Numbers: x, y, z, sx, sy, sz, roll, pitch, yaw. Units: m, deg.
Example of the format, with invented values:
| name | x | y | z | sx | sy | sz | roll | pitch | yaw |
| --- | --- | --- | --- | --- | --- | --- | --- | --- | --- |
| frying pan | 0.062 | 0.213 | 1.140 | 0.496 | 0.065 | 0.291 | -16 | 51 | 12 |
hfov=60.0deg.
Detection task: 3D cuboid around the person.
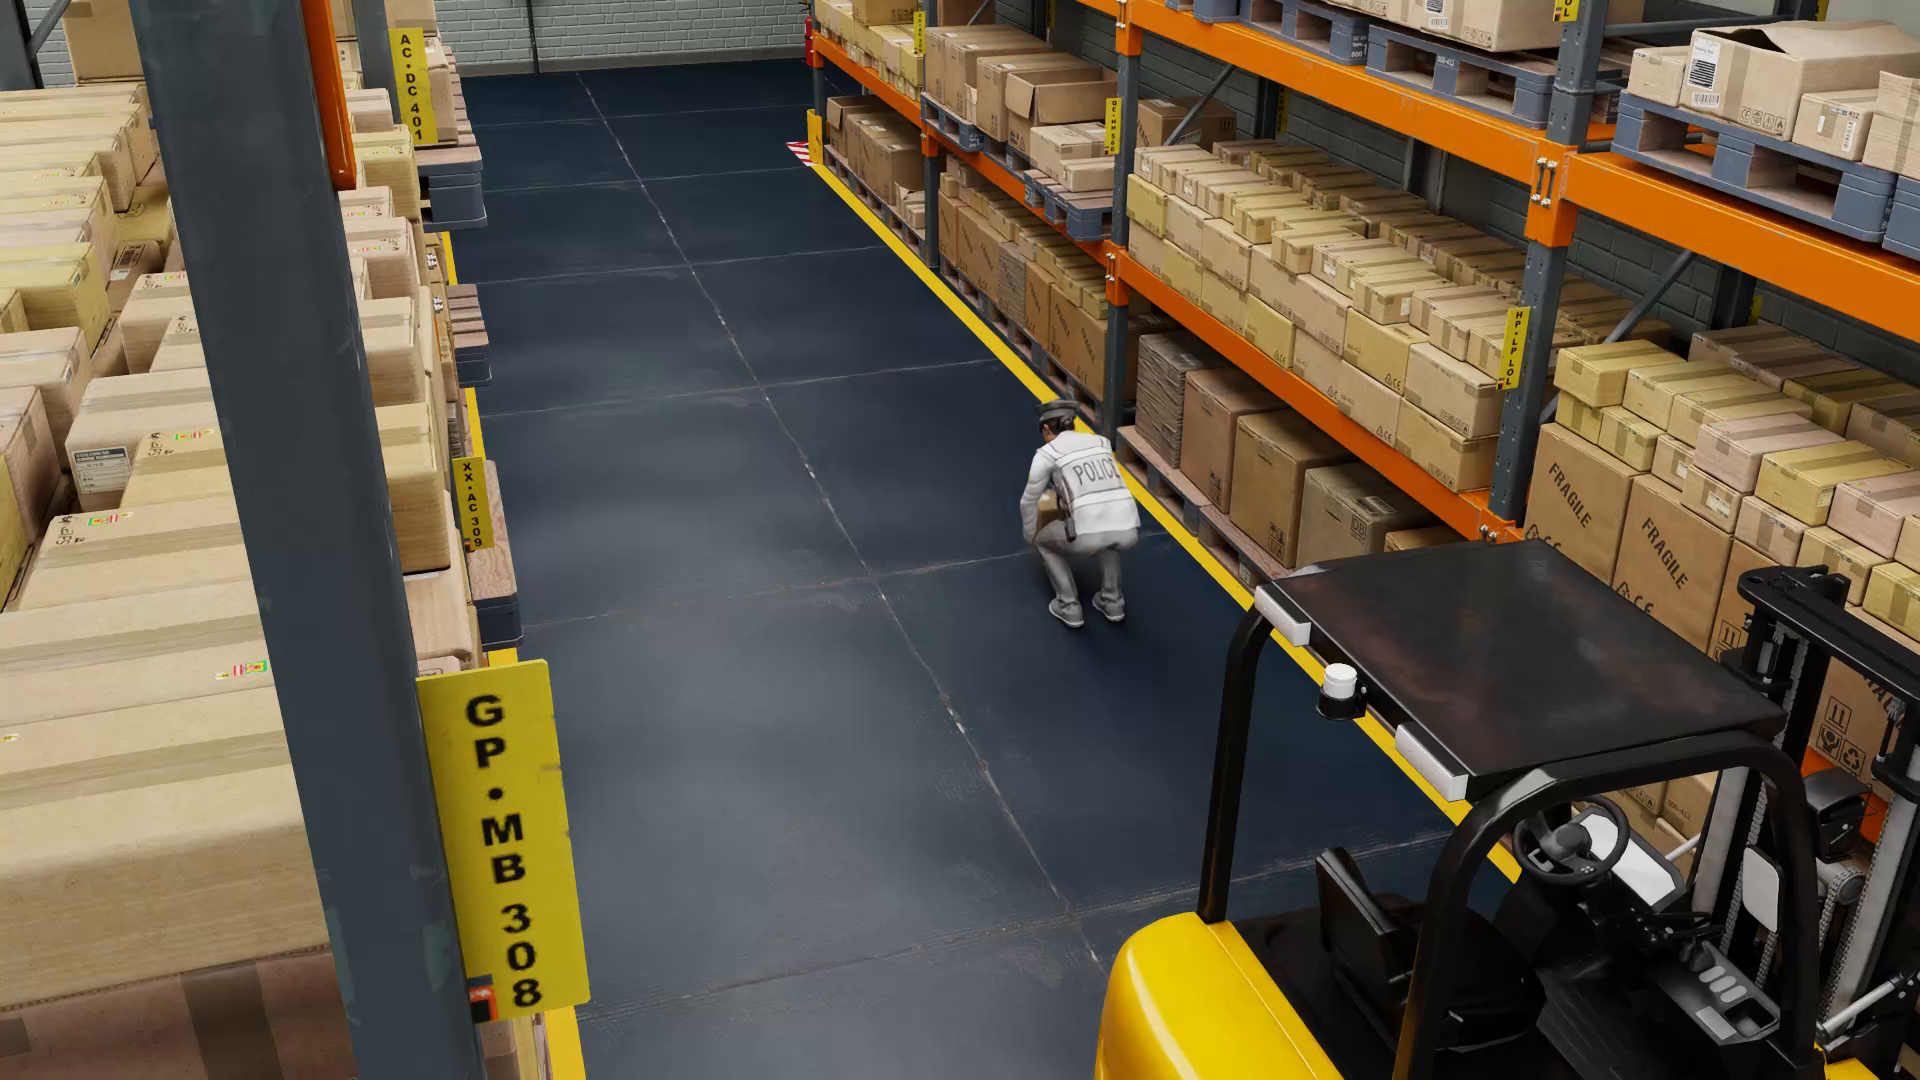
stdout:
| name | x | y | z | sx | sy | sz | roll | pitch | yaw |
| --- | --- | --- | --- | --- | --- | --- | --- | --- | --- |
| person | 0.599 | -0.138 | 8.536 | 0.507 | 1.094 | 0.812 | -8 | 28 | -16 |
